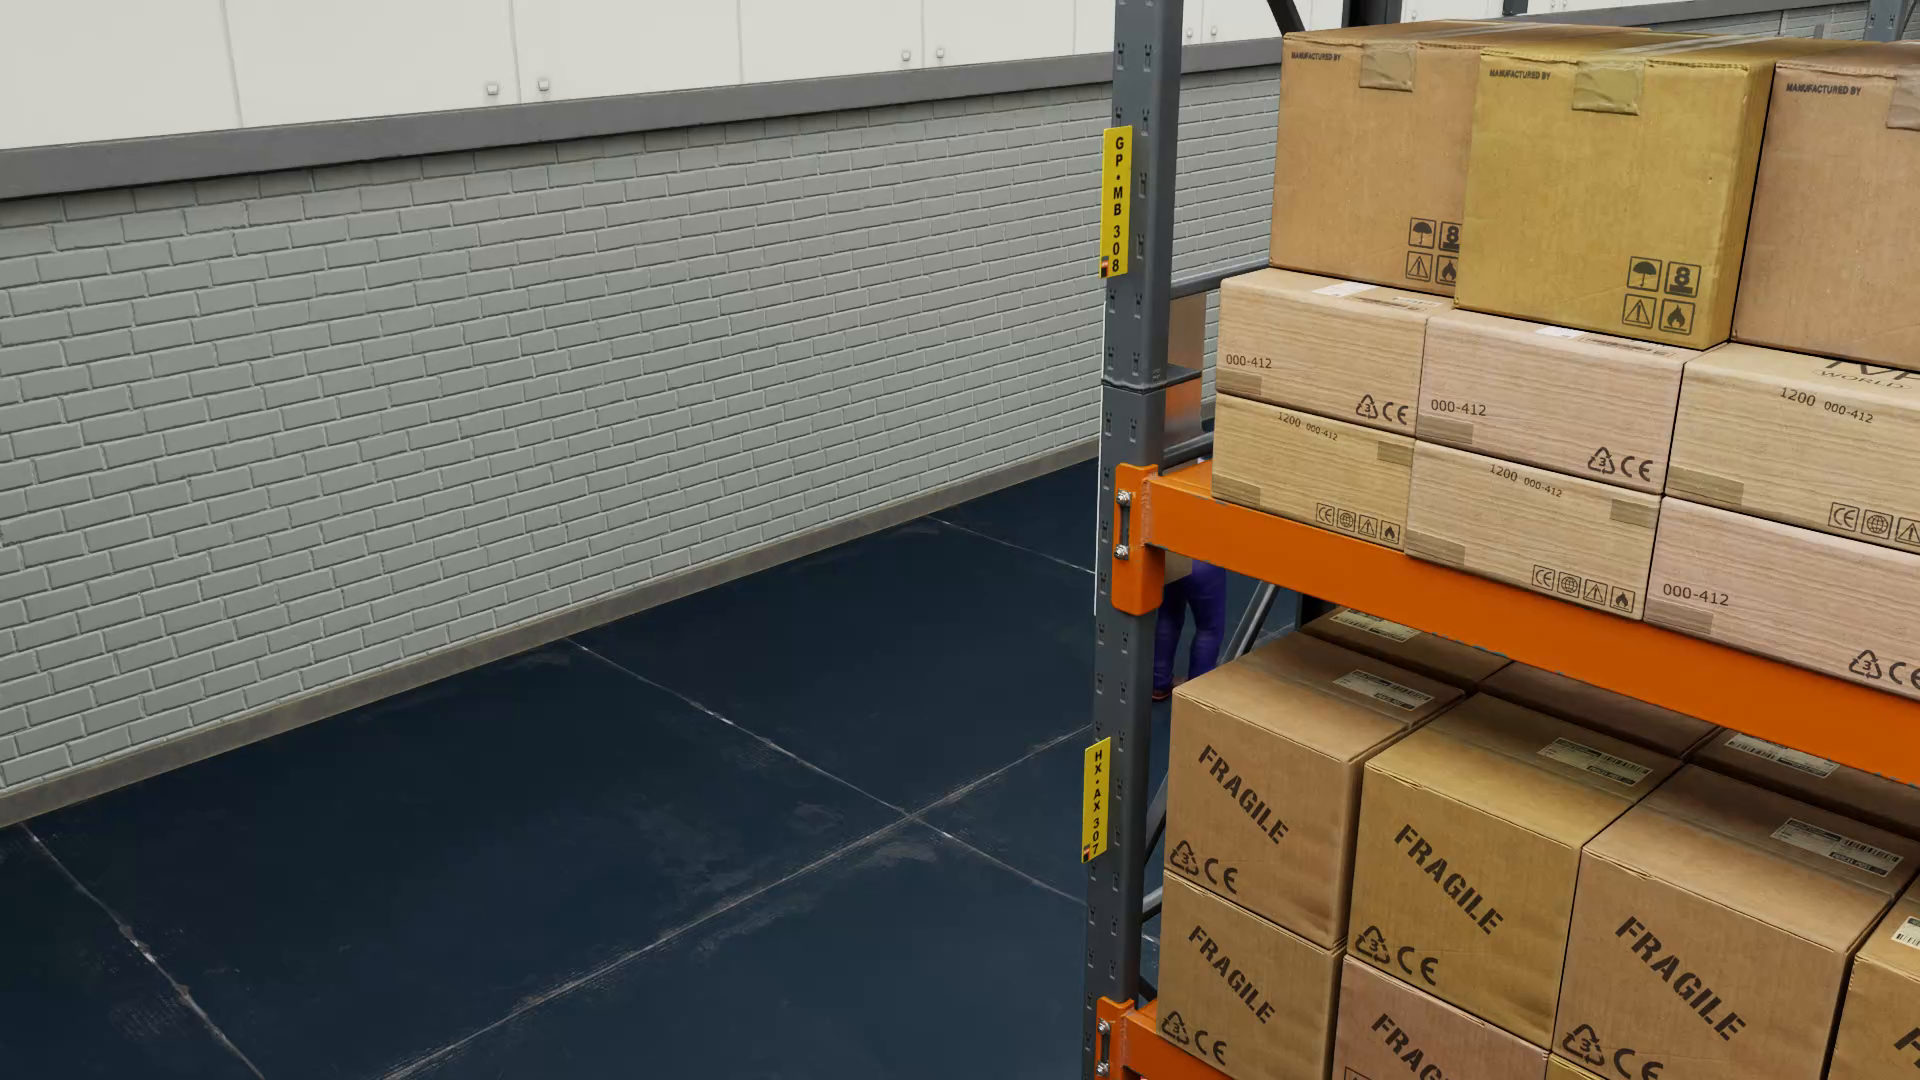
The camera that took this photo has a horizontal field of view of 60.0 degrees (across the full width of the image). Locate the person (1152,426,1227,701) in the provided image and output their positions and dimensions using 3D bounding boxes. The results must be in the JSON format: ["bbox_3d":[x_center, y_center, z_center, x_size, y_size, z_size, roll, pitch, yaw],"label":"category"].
[{"bbox_3d":[1.265,0.101,8.849,0.452,1.635,0.524,19,28,41],"label":"person"}]
